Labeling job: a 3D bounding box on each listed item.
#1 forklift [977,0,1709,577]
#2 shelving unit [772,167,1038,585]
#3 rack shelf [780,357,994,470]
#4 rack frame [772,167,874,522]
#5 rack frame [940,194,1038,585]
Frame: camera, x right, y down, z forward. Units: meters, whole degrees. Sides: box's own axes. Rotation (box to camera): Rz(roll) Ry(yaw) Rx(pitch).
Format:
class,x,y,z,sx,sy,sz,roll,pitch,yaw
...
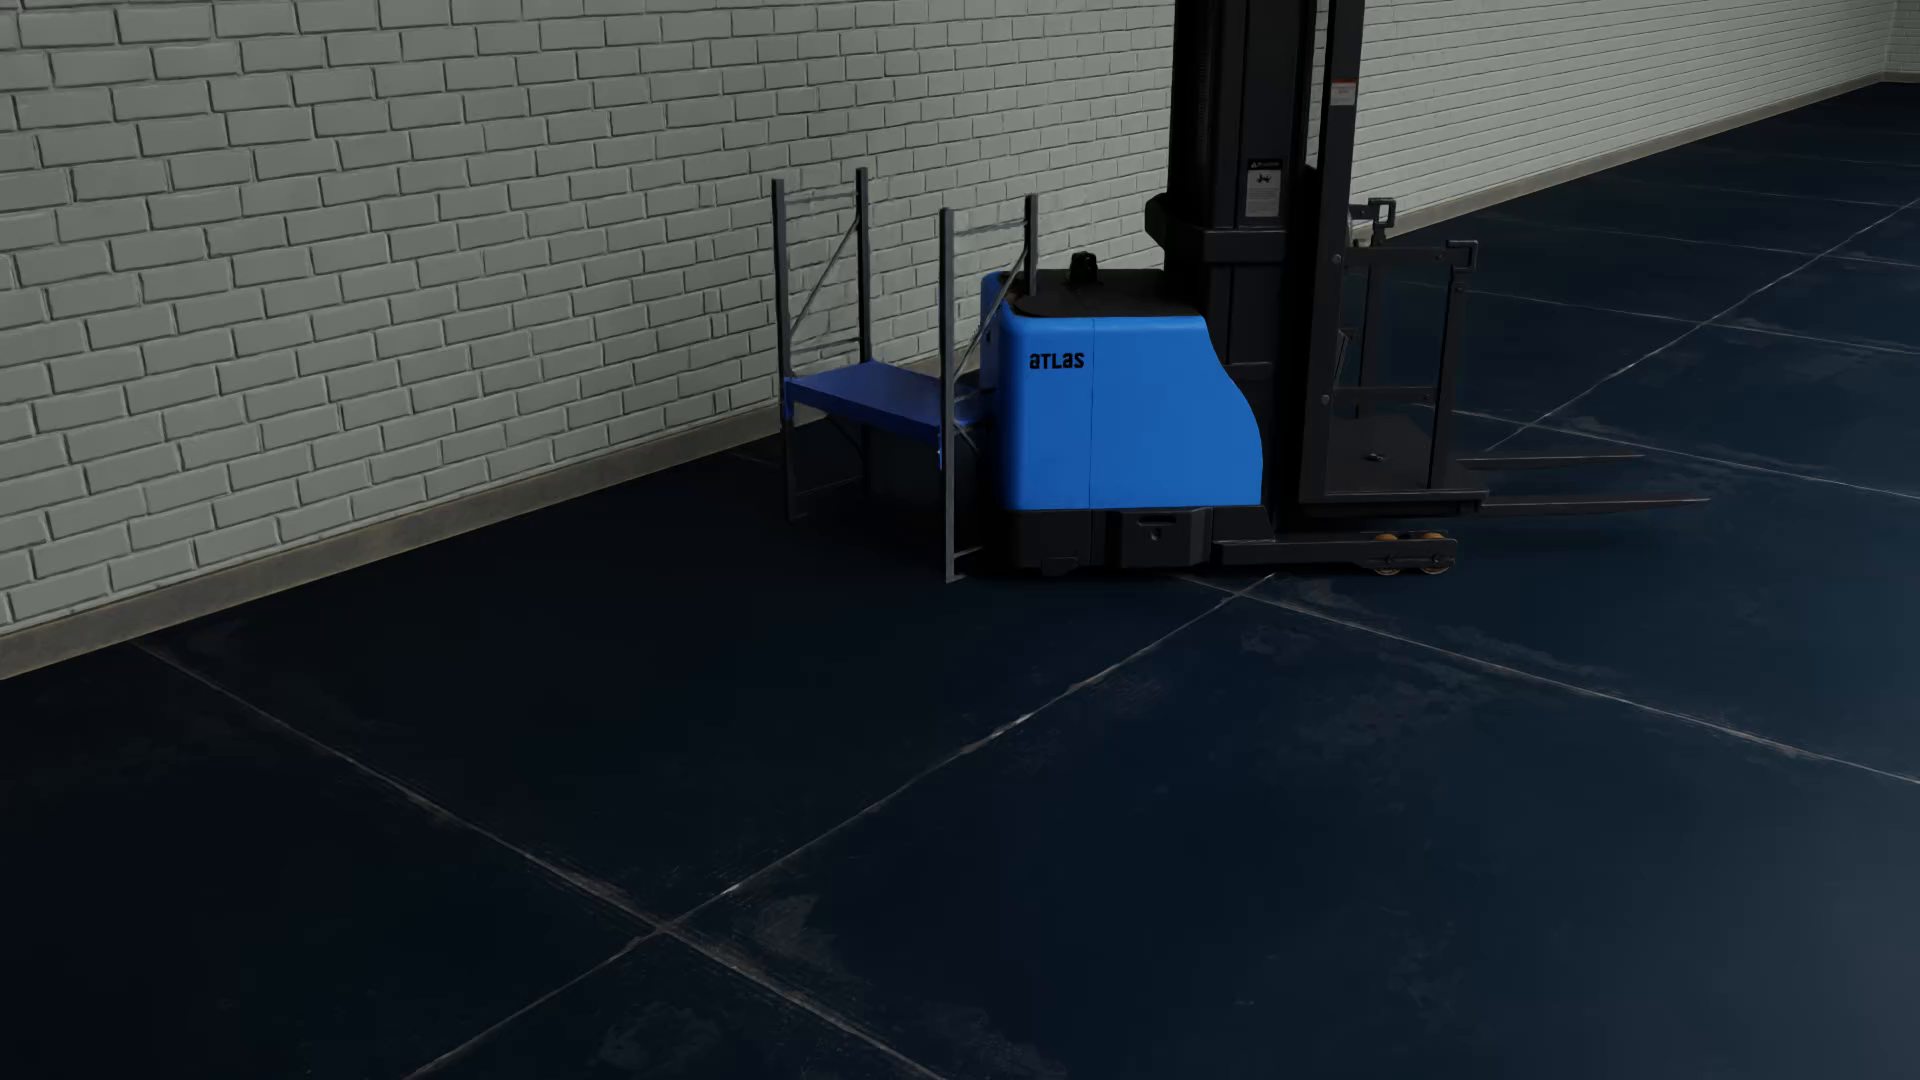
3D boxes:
class,x,y,z,sx,sy,sz,roll,pitch,yaw
forklift,1.618,-1.412,6.759,3.031,2.935,1.130,-1,21,-4
shelving unit,-0.236,-0.717,6.943,0.538,1.500,1.048,-19,28,-40
rack shelf,-0.236,-0.549,7.007,0.538,0.185,1.000,-19,28,-40
rack frame,-0.588,-0.846,7.287,0.500,1.500,0.032,-19,28,-40
rack frame,0.115,-0.588,6.600,0.500,1.500,0.032,-19,28,-40
